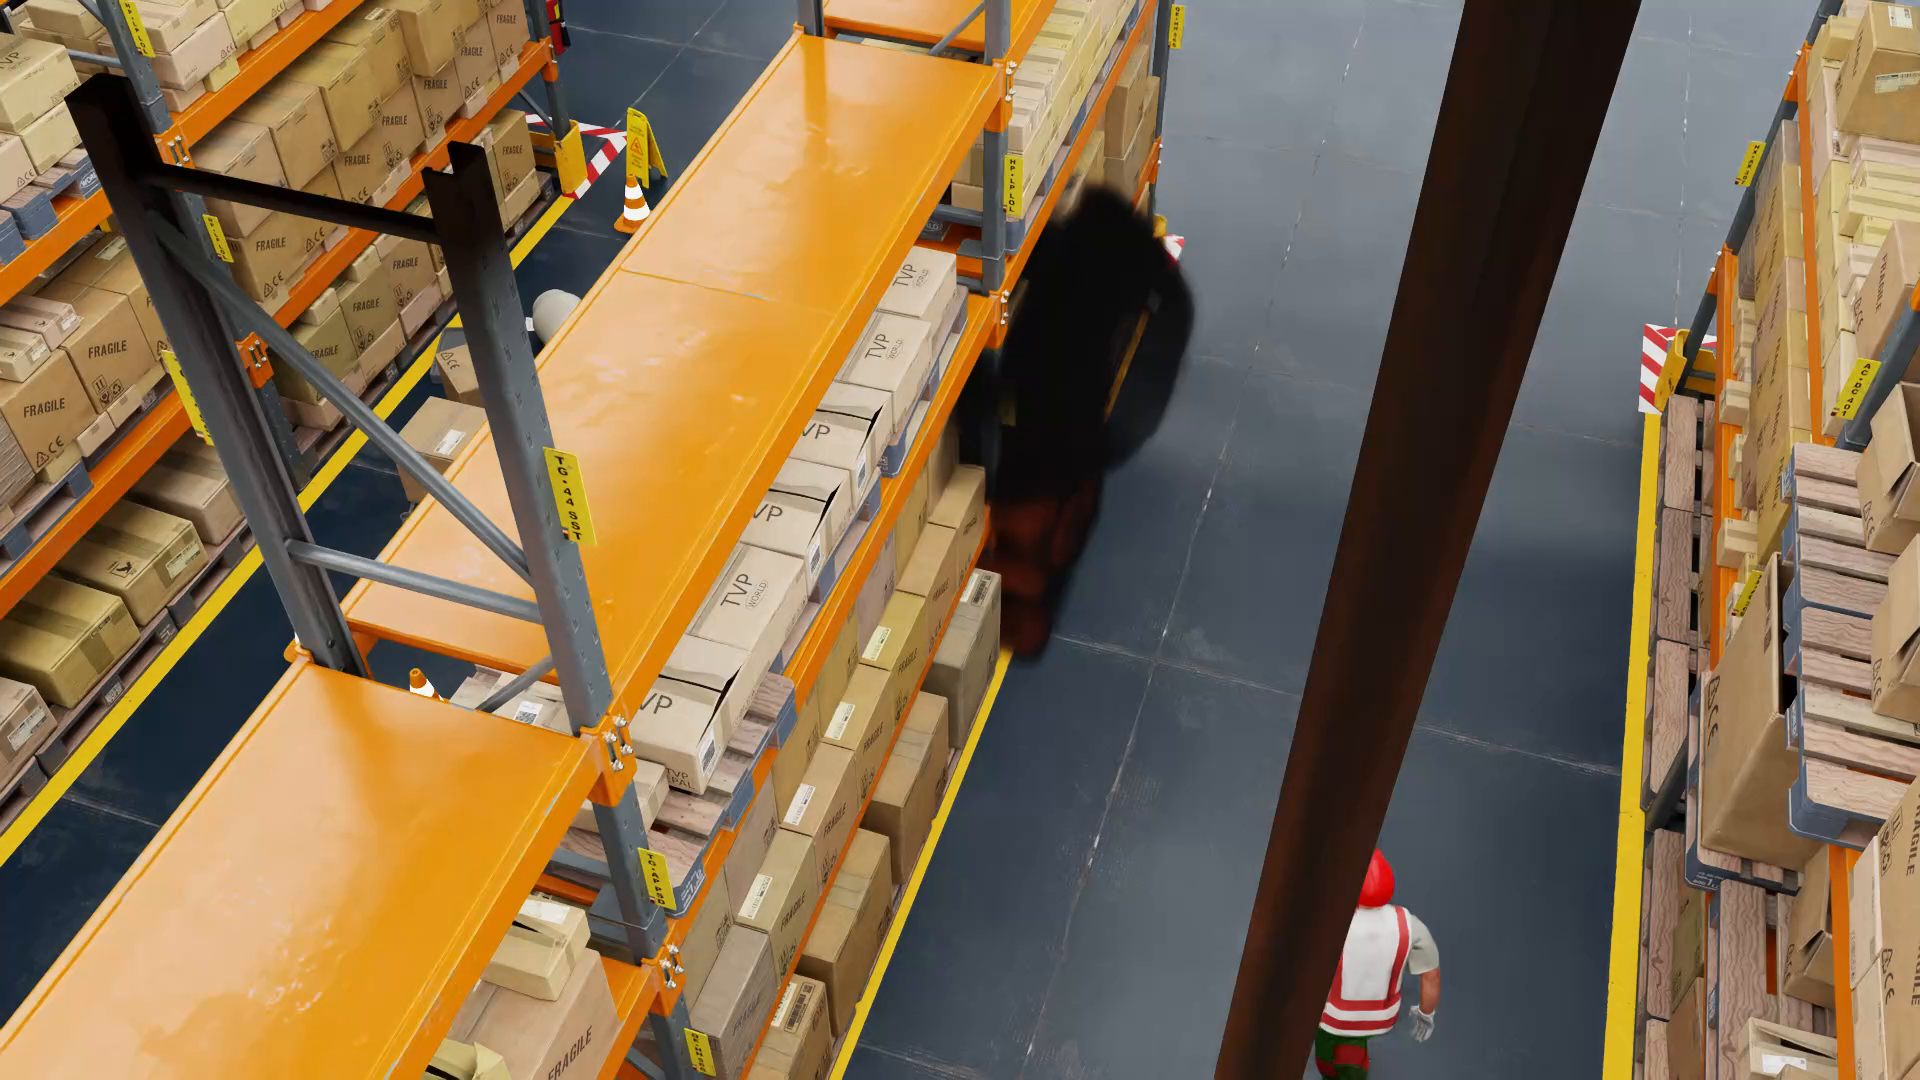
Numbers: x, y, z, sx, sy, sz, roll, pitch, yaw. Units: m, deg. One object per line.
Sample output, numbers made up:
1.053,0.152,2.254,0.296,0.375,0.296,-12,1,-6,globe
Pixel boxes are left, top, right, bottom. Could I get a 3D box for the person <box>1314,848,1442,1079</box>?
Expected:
1.776,2.108,7.494,0.666,1.706,0.725,-1,46,-1,person
